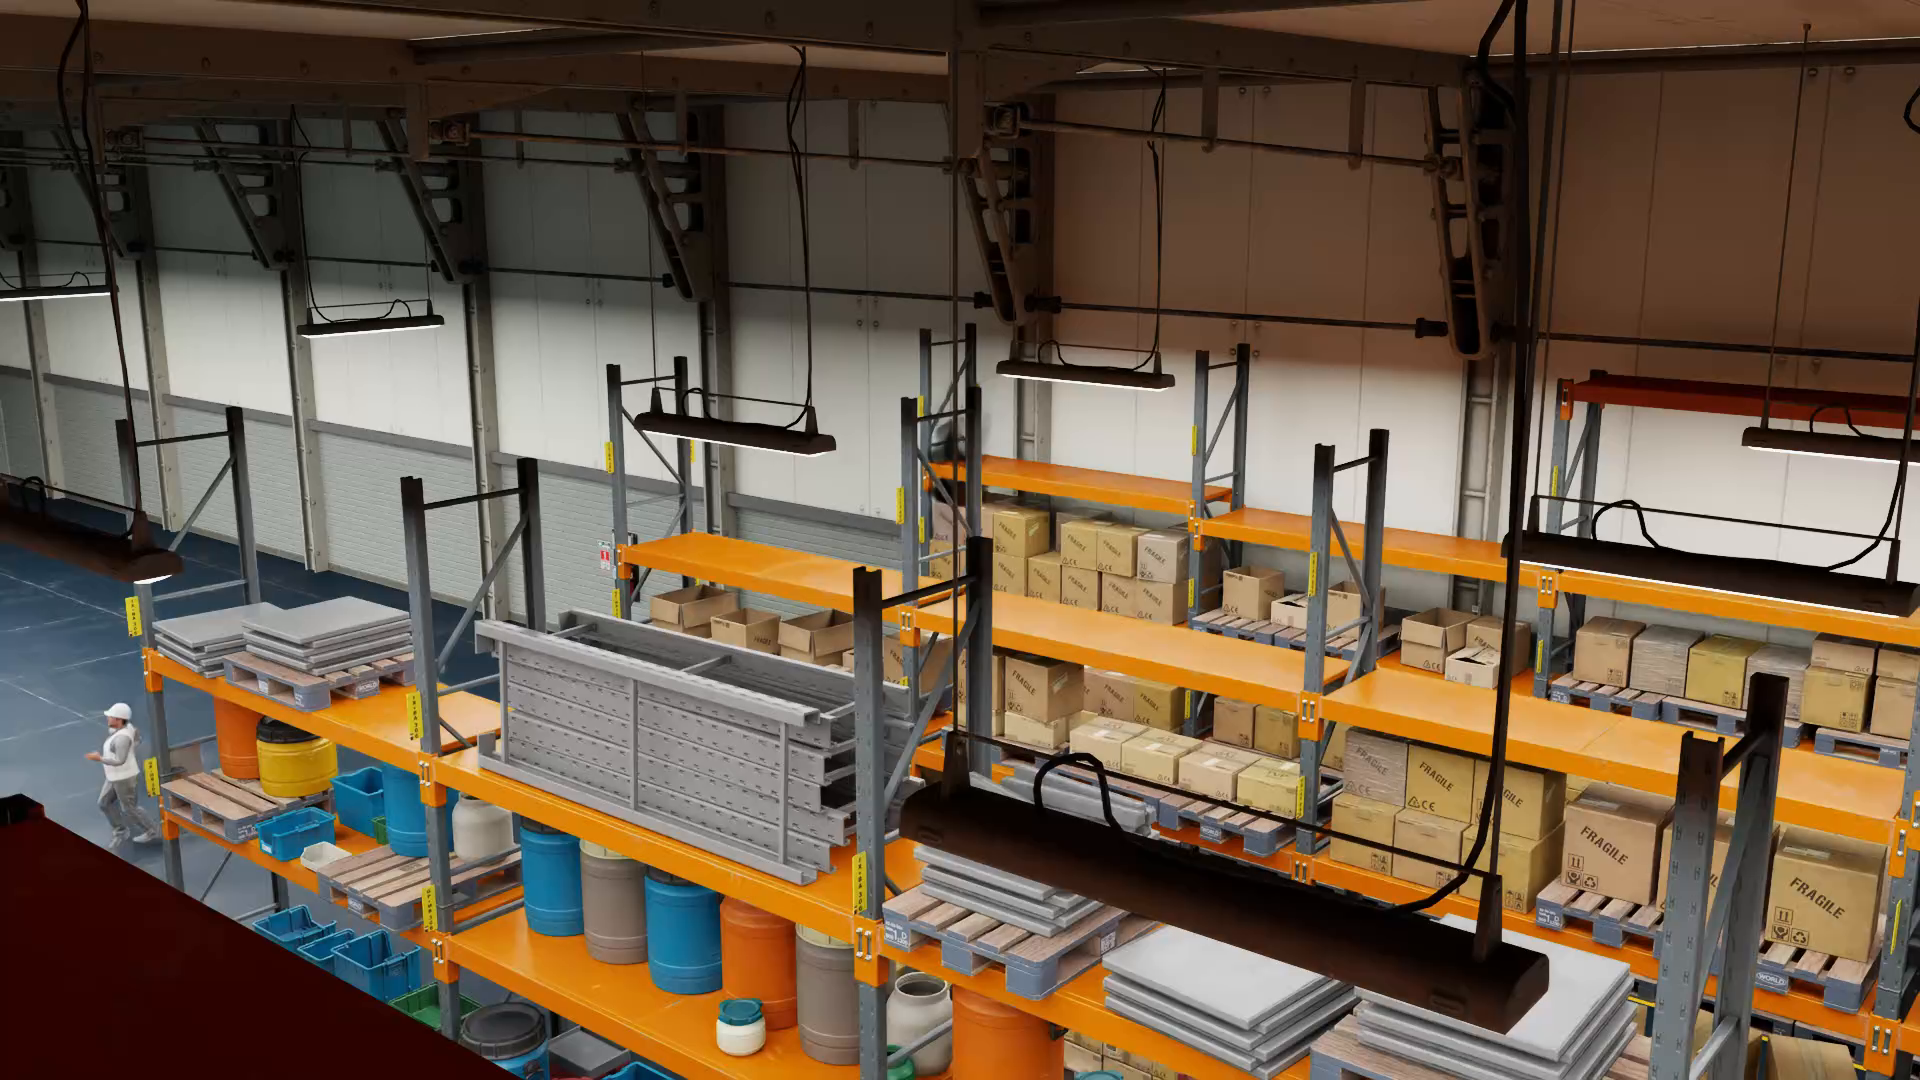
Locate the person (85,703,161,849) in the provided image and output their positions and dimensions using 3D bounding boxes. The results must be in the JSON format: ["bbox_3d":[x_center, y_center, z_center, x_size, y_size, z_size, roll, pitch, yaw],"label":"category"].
[{"bbox_3d":[-9.975,2.826,19.777,0.715,1.824,0.634,-8,15,-30],"label":"person"}]
